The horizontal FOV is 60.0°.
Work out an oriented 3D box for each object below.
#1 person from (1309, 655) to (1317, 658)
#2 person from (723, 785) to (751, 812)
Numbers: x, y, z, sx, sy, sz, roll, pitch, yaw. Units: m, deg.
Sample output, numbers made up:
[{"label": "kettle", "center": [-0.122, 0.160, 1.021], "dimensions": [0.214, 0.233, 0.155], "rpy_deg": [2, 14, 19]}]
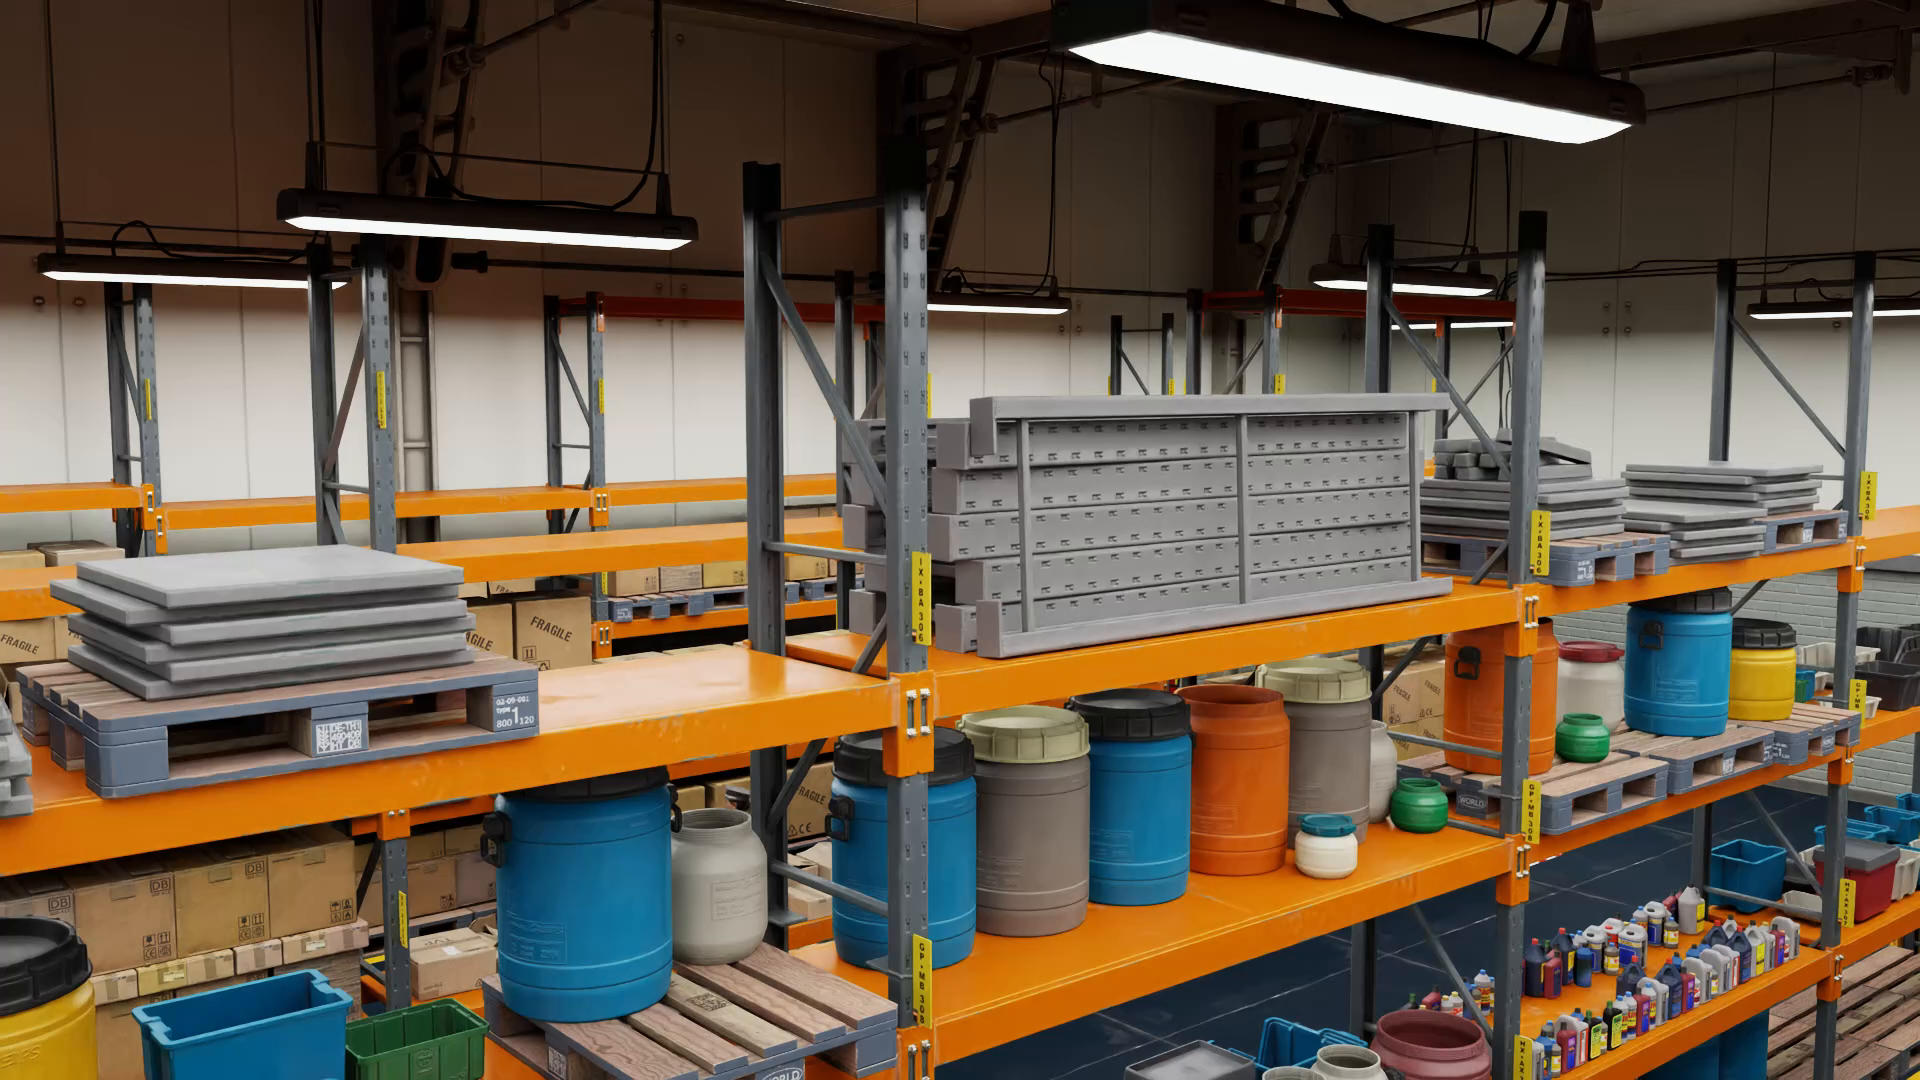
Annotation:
[{"label": "person", "center": [4.601, 2.097, 22.756], "dimensions": [0.564, 1.724, 1.136], "rpy_deg": [2, 6, 22]}, {"label": "person", "center": [-1.939, 2.958, 14.562], "dimensions": [0.894, 1.609, 0.484], "rpy_deg": [-3, 6, -28]}]
